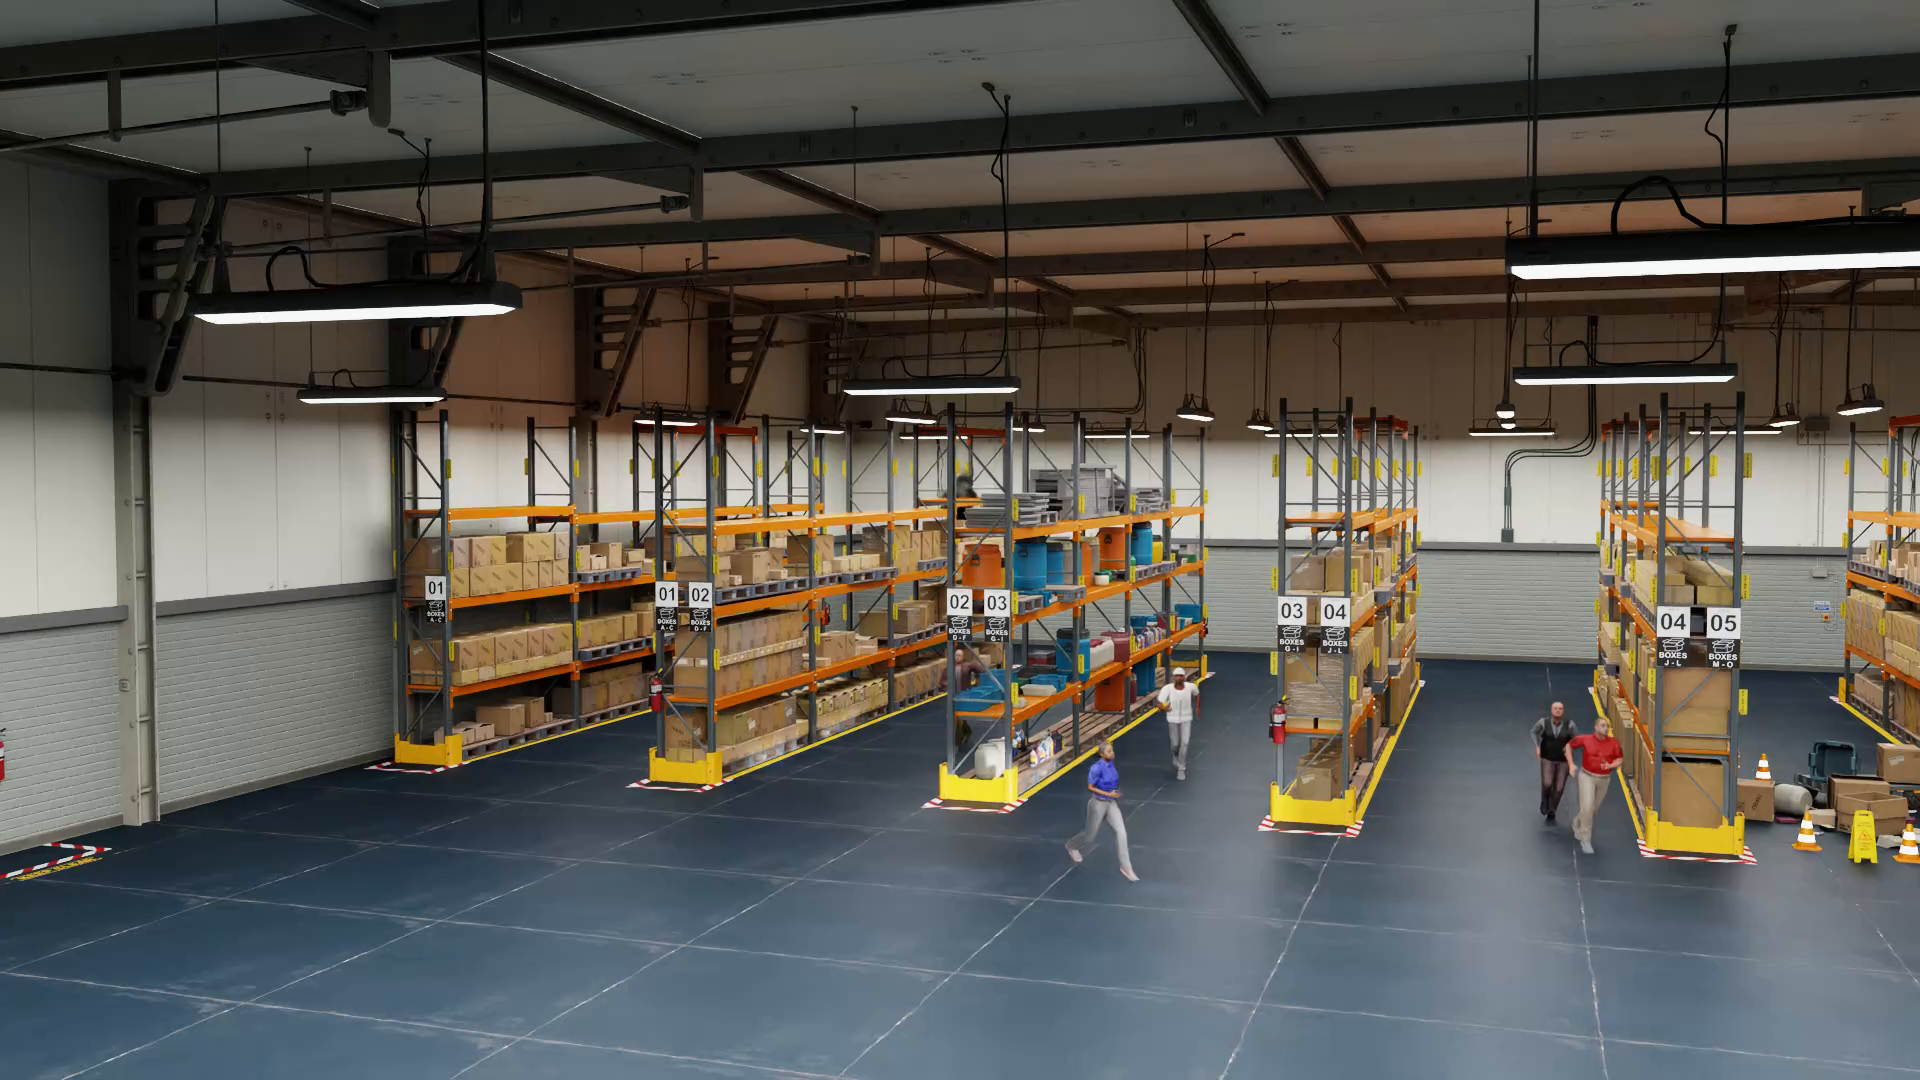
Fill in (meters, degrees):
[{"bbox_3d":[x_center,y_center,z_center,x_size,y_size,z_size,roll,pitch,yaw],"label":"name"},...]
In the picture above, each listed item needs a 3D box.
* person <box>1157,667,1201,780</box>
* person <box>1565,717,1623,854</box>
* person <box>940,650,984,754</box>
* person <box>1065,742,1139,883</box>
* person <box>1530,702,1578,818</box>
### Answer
[{"bbox_3d":[3.577,2.973,27.146,0.731,1.811,0.938,0,2,2],"label":"person"},{"bbox_3d":[8.408,3.227,21.998,0.684,1.774,0.875,0,2,-3],"label":"person"},{"bbox_3d":[0.008,2.865,29.555,0.738,1.853,0.923,1,3,18],"label":"person"},{"bbox_3d":[1.719,3.310,20.431,0.543,1.676,1.077,-2,3,-42],"label":"person"},{"bbox_3d":[8.469,3.139,23.645,0.660,1.679,0.634,1,3,14],"label":"person"}]
